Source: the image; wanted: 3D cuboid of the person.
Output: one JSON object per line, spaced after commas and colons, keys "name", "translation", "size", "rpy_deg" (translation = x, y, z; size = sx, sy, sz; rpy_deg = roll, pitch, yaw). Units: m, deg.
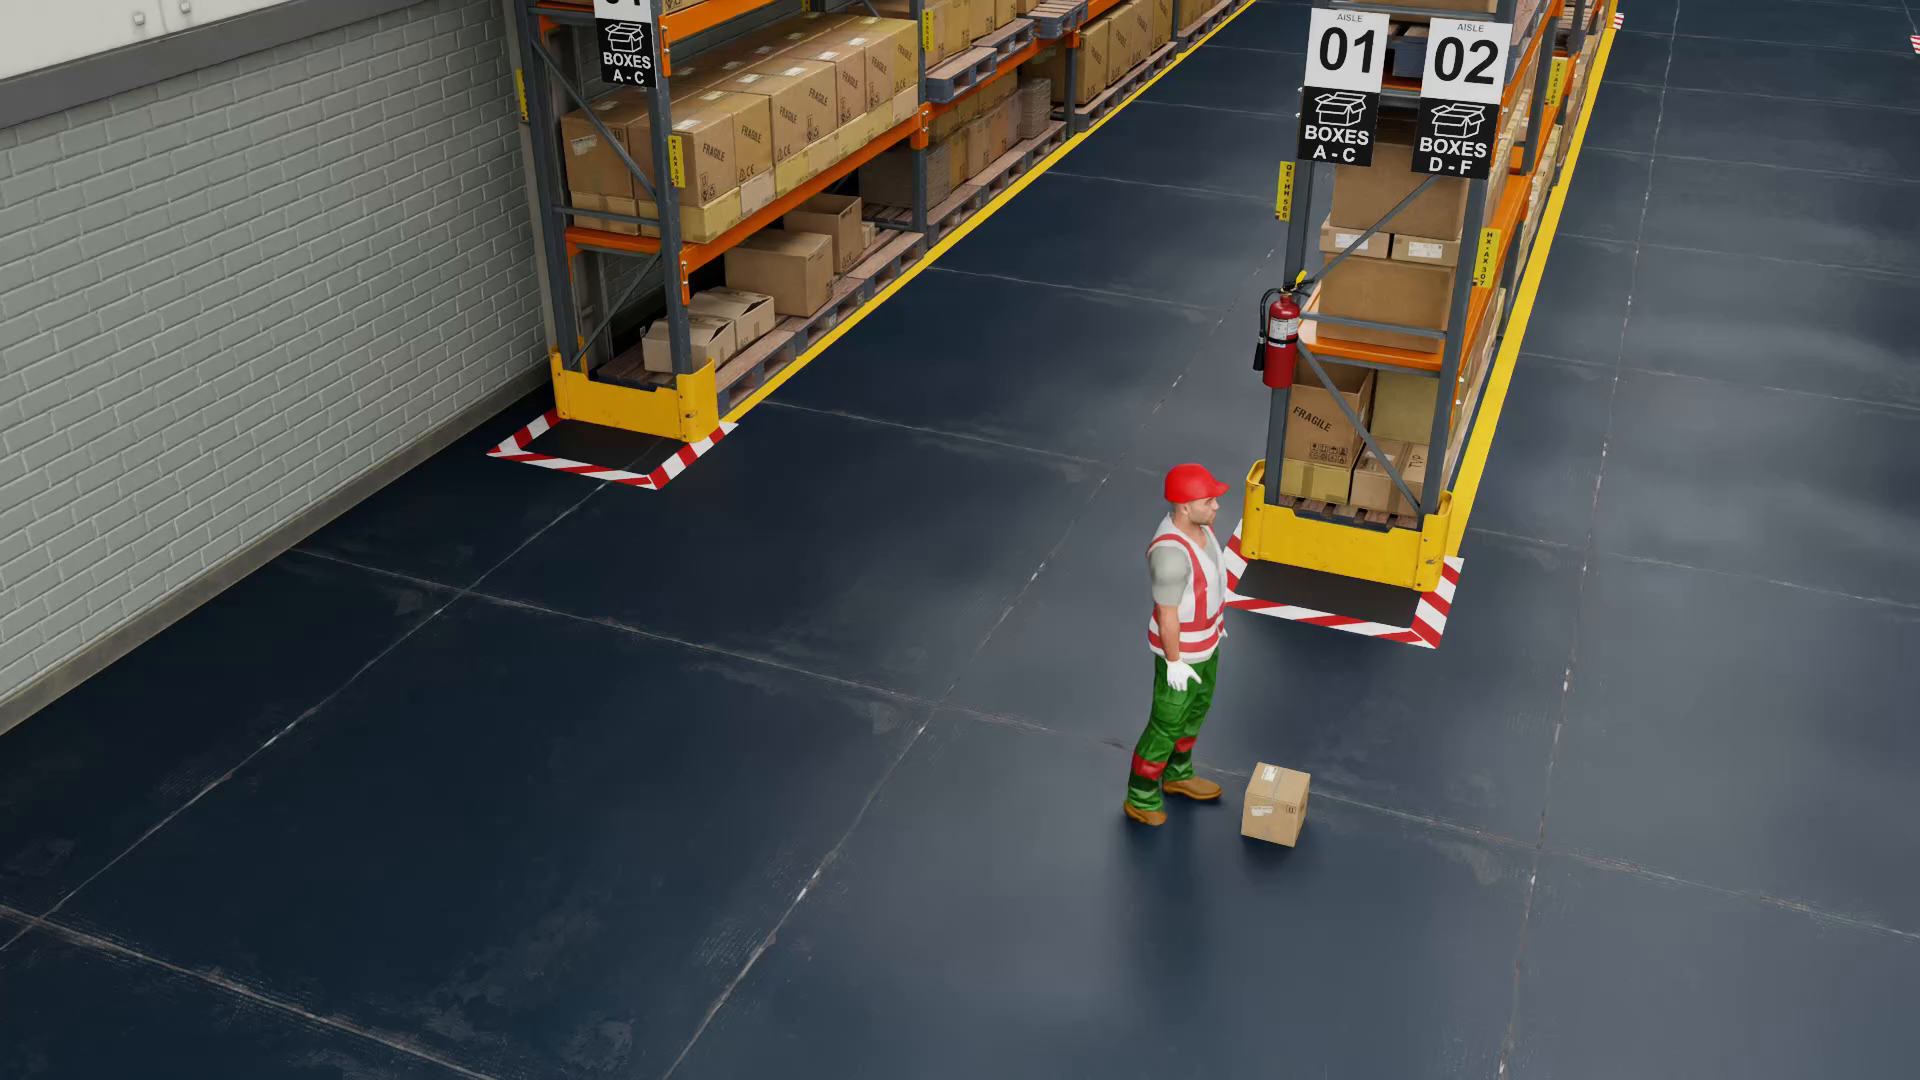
{"name": "person", "translation": [1.035, 0.489, 7.561], "size": [0.389, 1.842, 0.531], "rpy_deg": [12, 31, 20]}
